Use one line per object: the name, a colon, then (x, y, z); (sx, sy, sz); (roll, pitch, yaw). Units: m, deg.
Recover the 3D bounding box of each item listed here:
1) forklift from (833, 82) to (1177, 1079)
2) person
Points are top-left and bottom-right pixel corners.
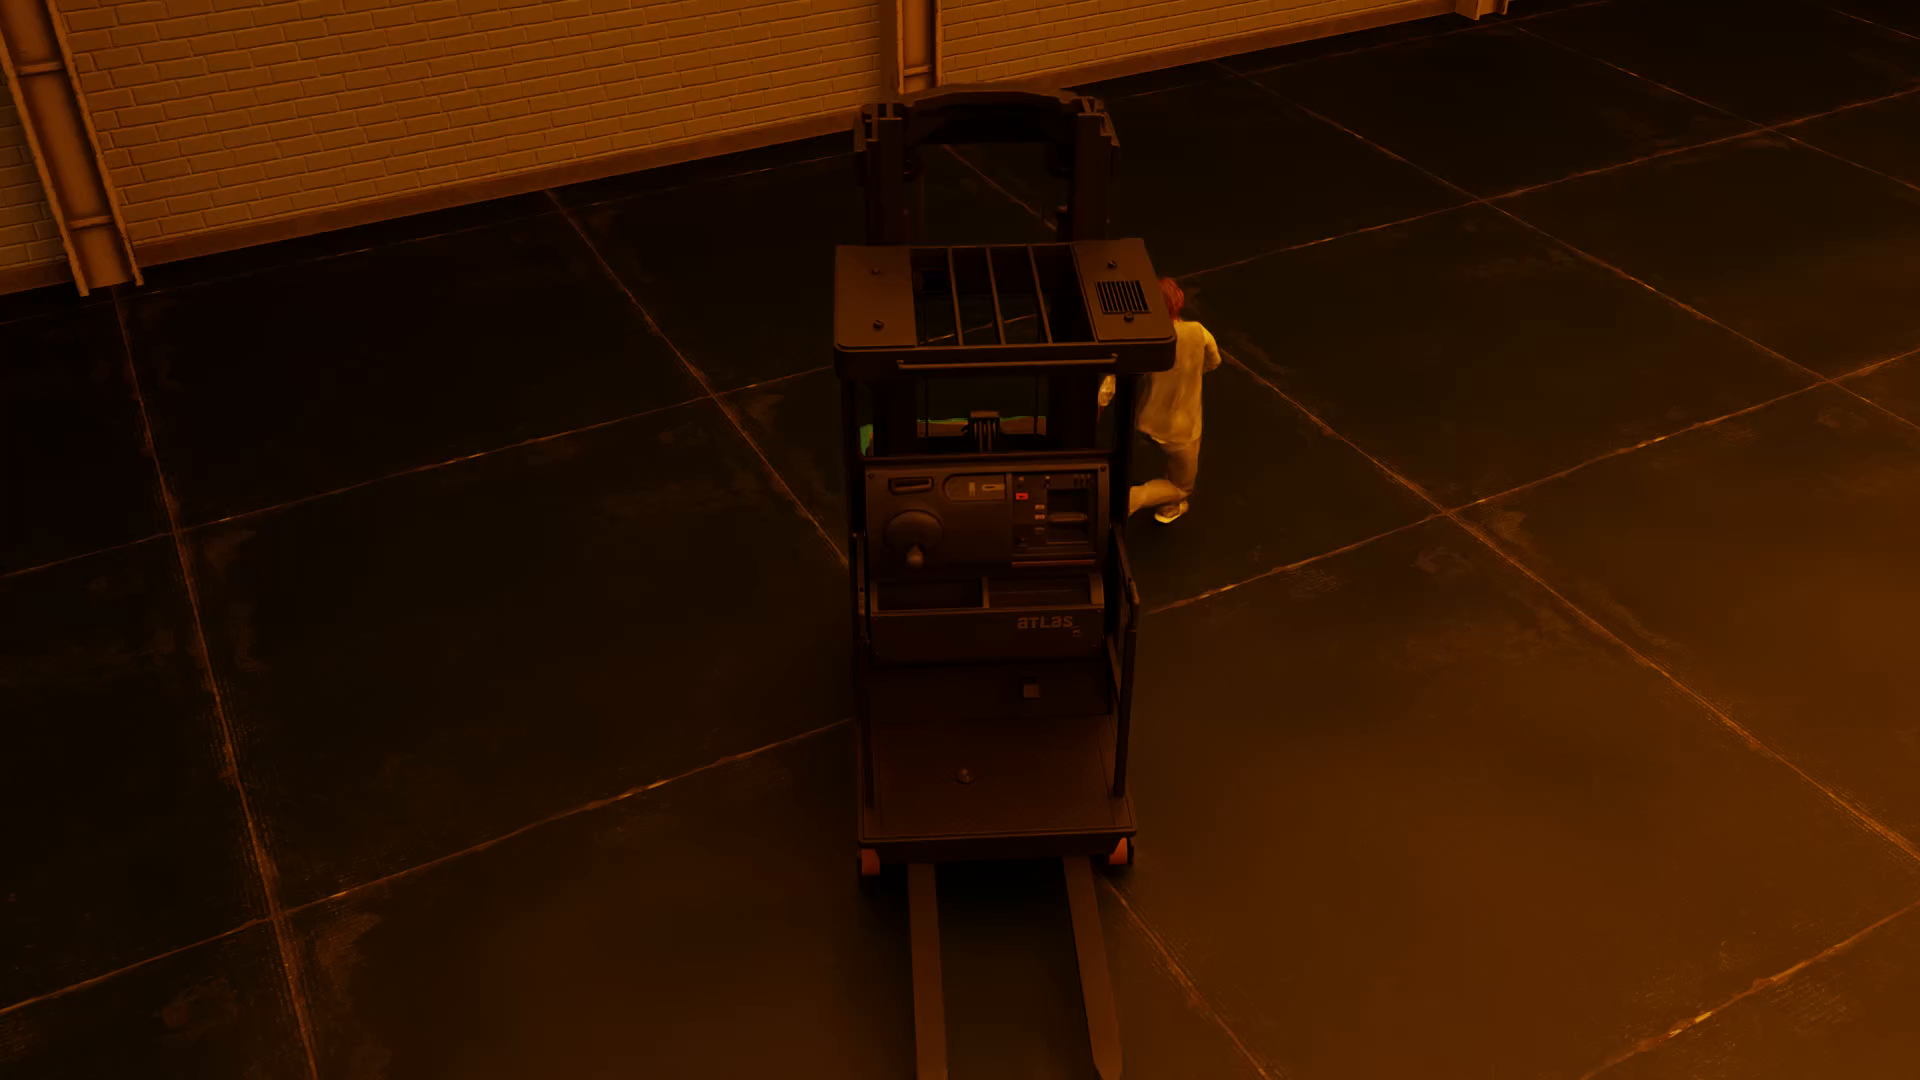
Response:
forklift: (0.121, -0.034, 6.171); (1.130, 2.935, 3.031); (-2, 35, -3)
person: (0.978, -0.643, 8.415); (0.539, 1.385, 0.809); (25, 42, 31)
